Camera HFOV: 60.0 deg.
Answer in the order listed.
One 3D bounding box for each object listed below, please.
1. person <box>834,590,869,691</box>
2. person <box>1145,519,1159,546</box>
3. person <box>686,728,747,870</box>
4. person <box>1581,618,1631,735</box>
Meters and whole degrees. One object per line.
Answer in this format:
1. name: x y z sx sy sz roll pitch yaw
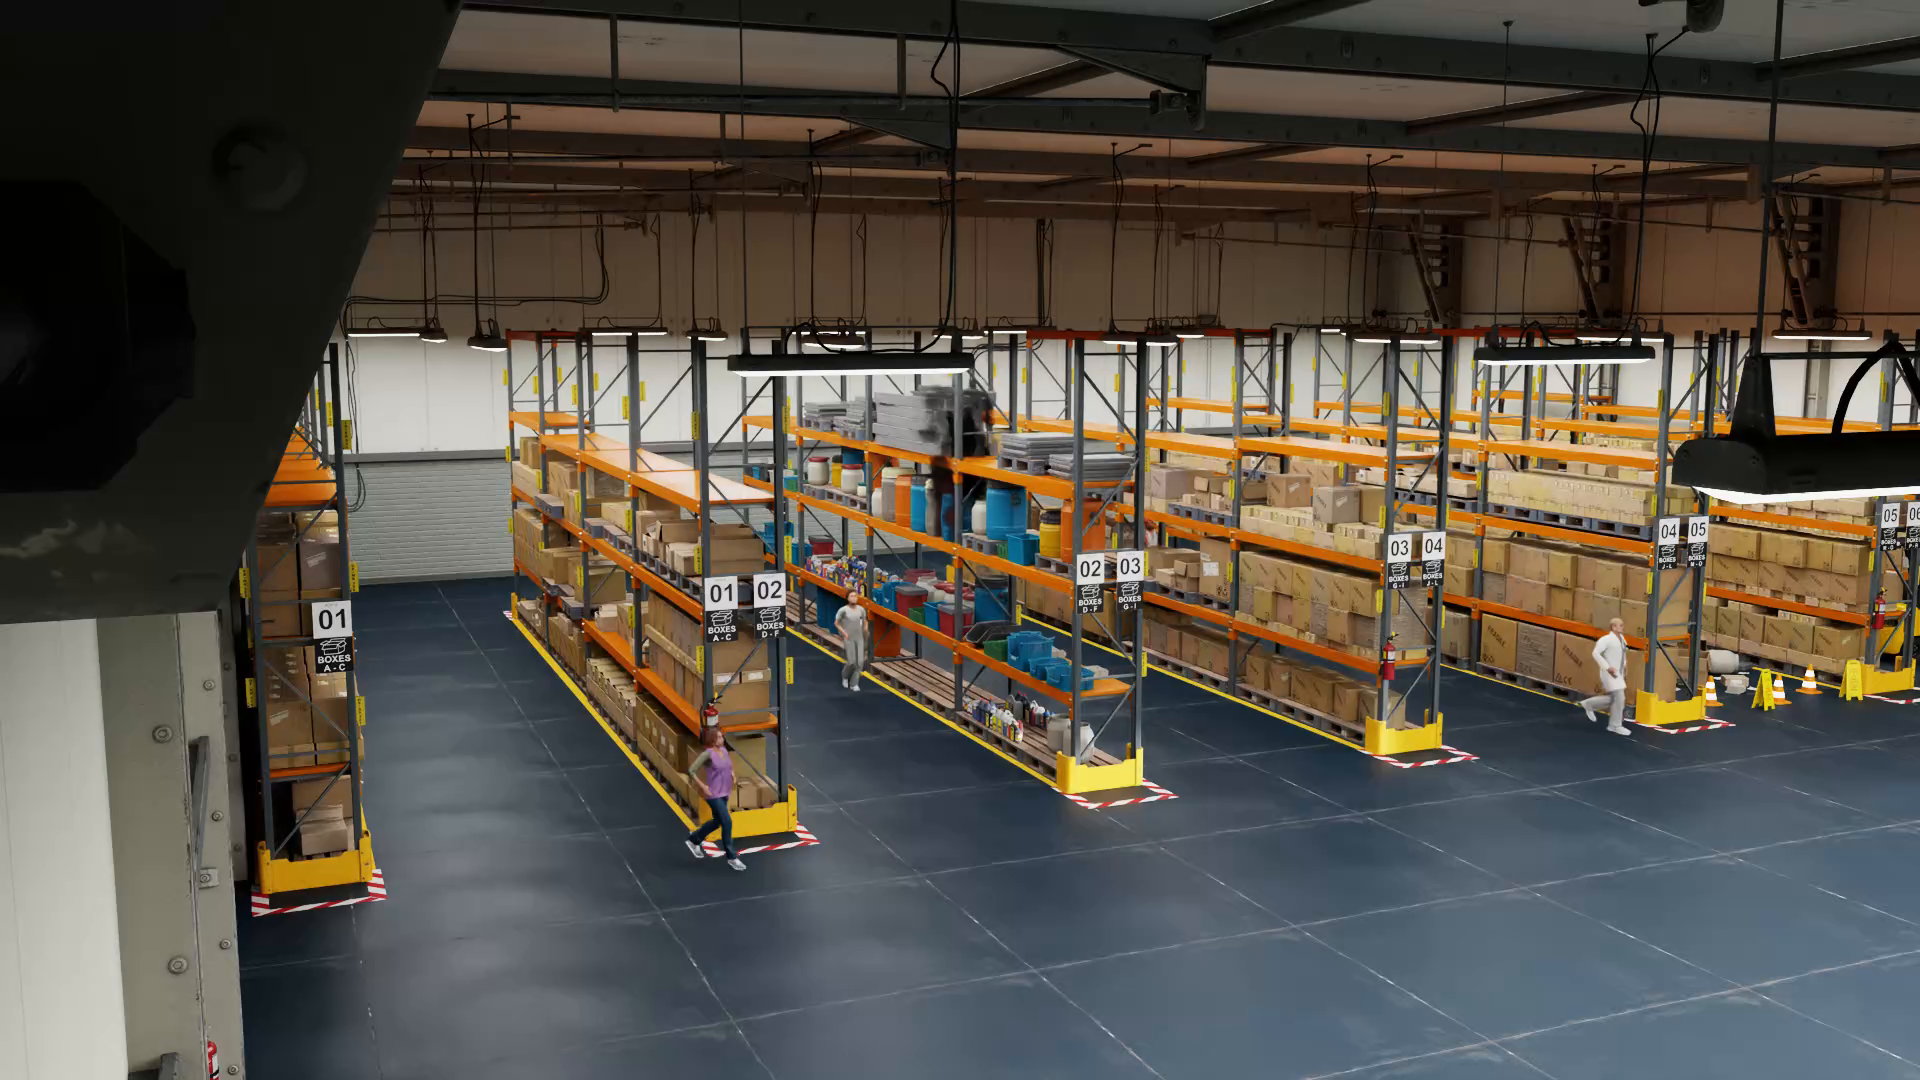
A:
1. person: -1.711 1.605 26.711 0.561 1.630 0.541 -4 9 -27
2. person: 4.275 0.384 37.321 0.662 1.820 0.796 -2 8 -12
3. person: -2.799 2.954 19.144 0.805 1.606 0.573 3 8 20
4. person: 9.894 2.048 25.320 0.725 1.757 0.774 -7 11 -43
